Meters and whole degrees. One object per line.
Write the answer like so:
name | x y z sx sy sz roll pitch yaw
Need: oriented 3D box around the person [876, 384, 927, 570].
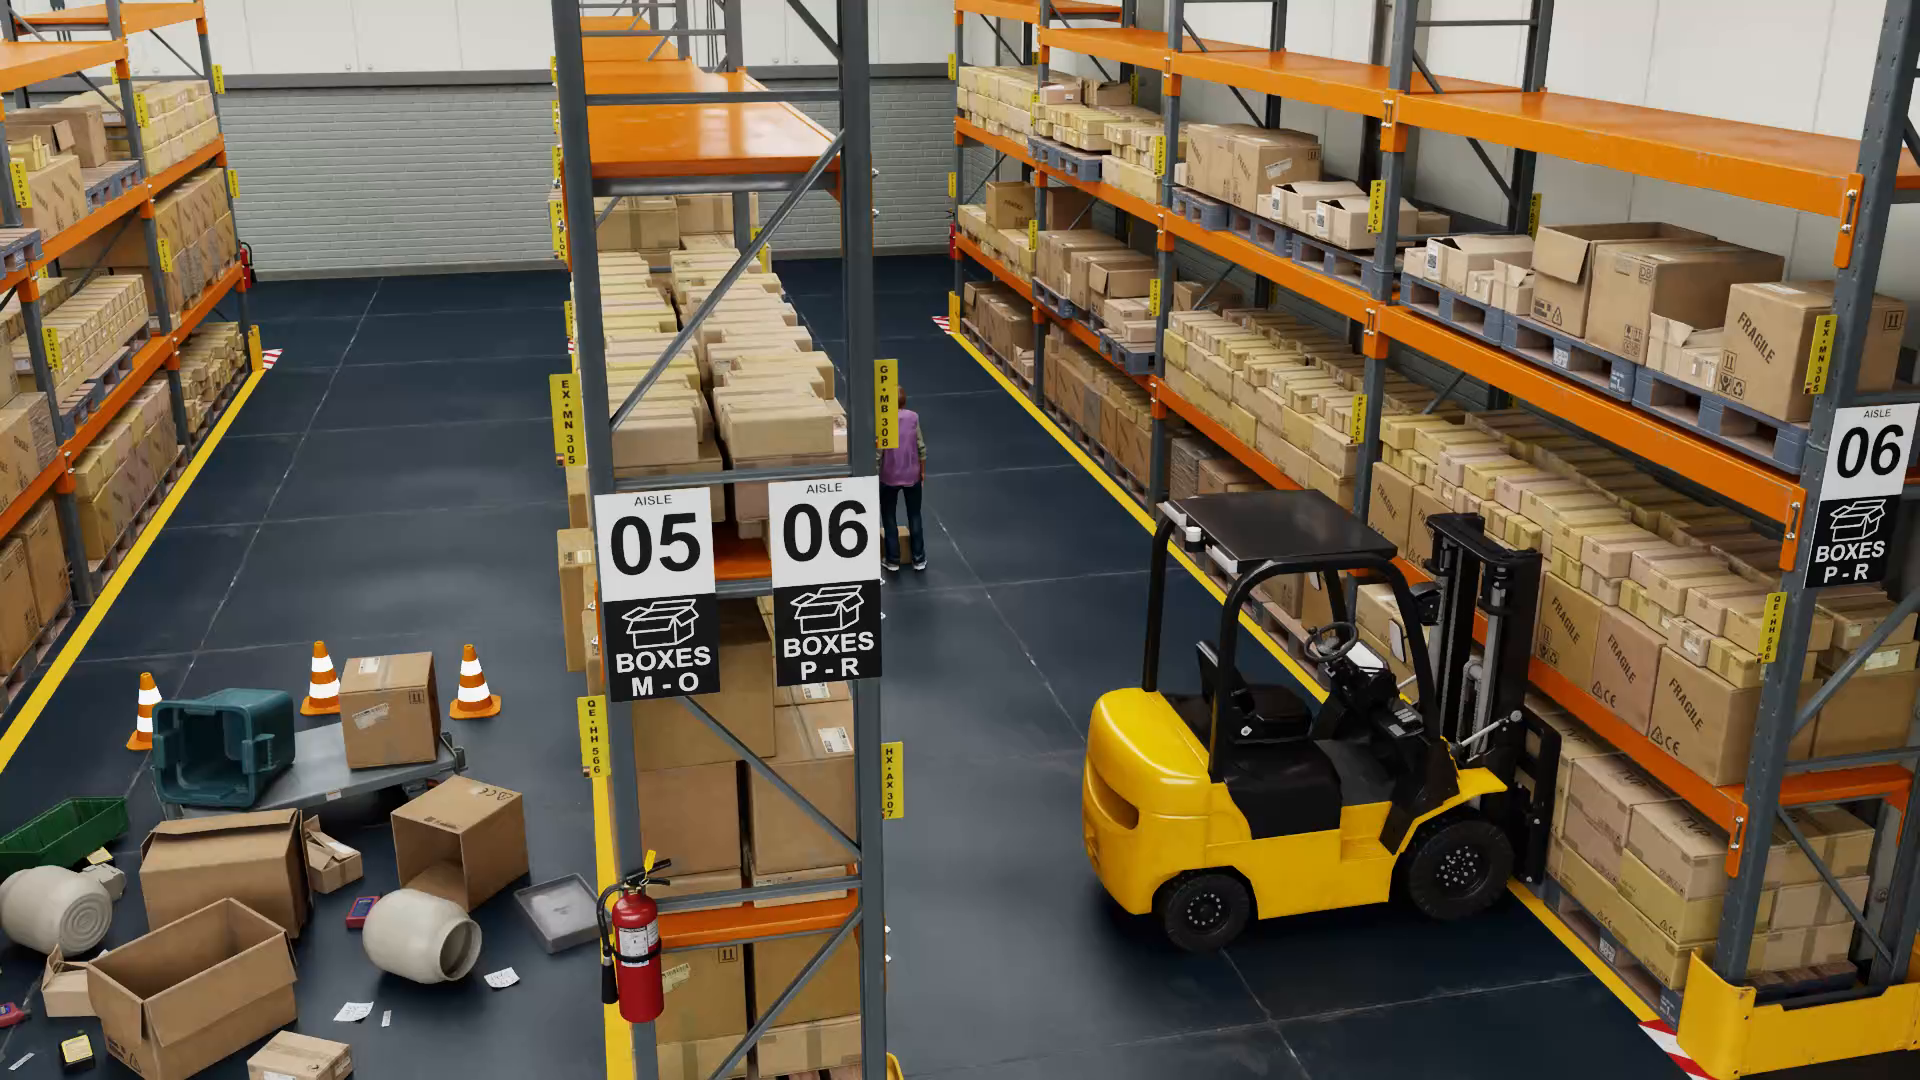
person | -0.503 -0.512 13.750 0.484 1.594 0.370 -6 21 -15
